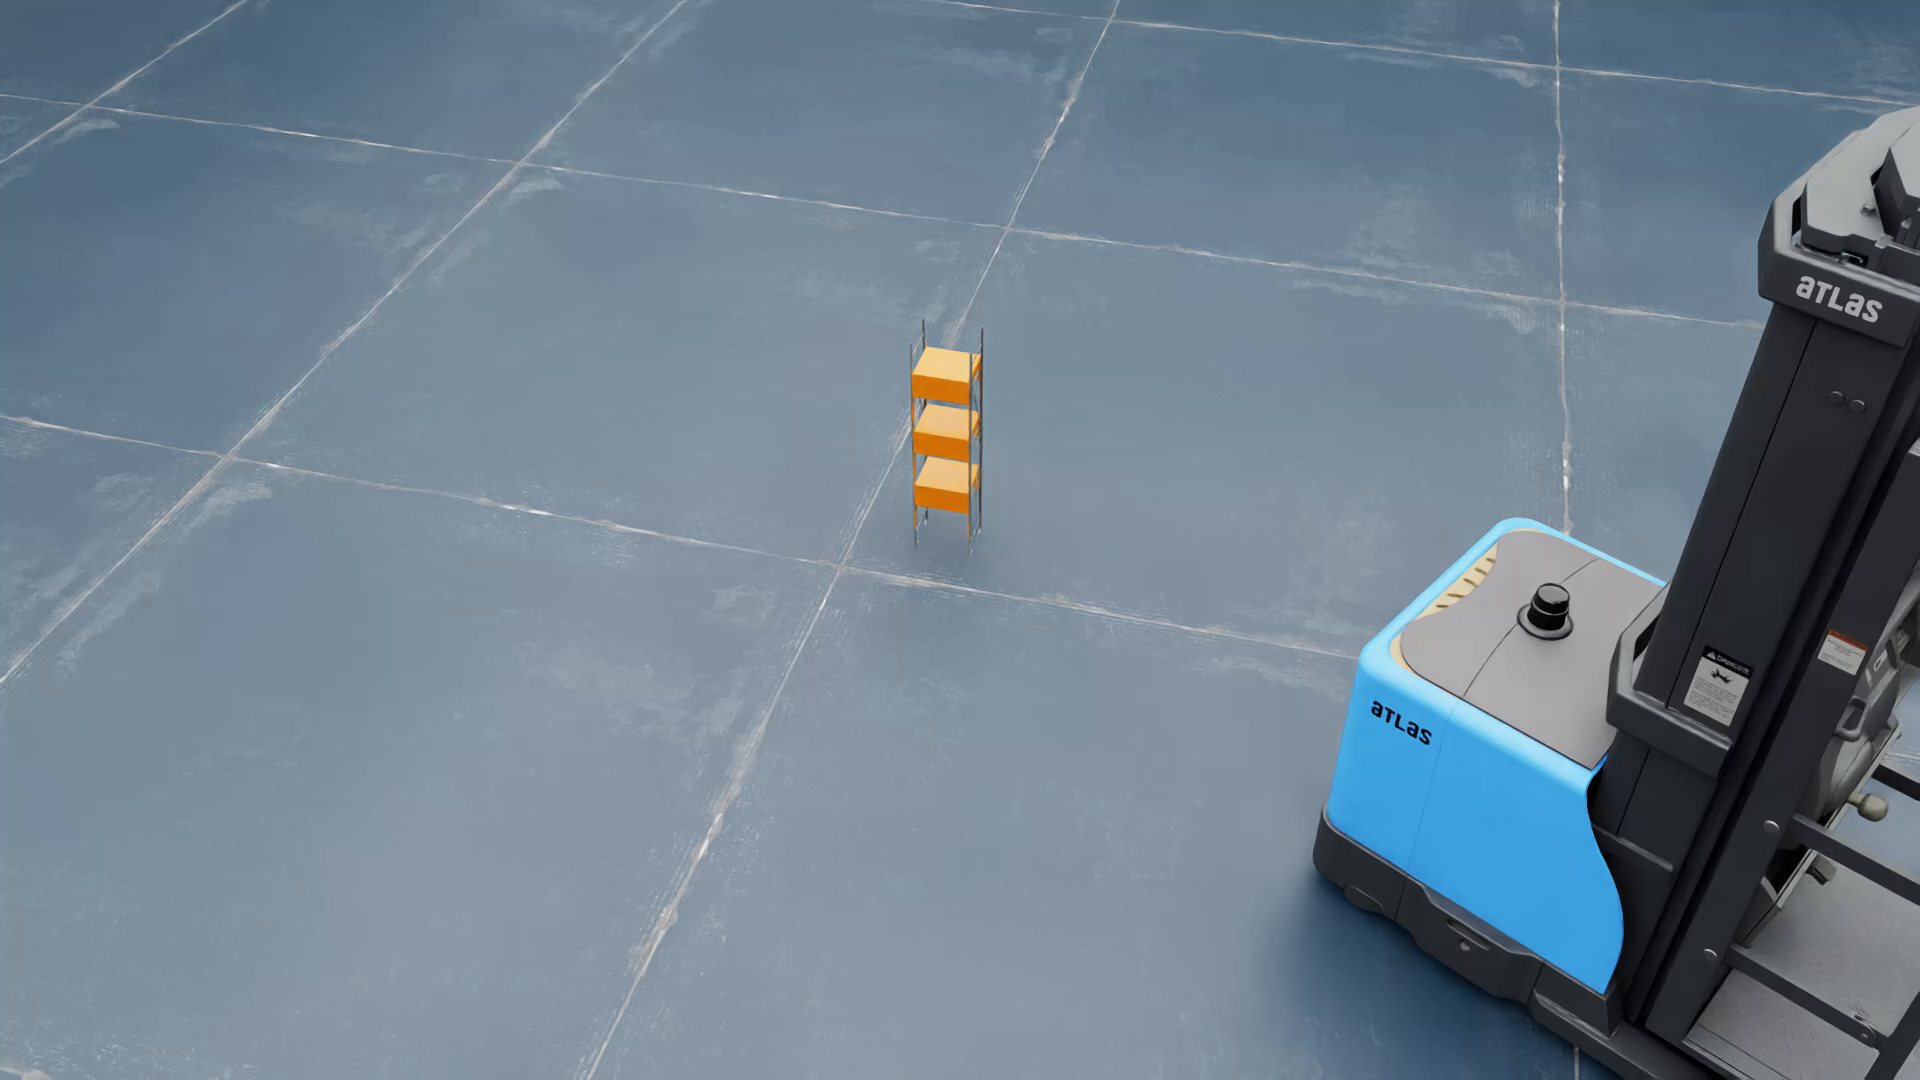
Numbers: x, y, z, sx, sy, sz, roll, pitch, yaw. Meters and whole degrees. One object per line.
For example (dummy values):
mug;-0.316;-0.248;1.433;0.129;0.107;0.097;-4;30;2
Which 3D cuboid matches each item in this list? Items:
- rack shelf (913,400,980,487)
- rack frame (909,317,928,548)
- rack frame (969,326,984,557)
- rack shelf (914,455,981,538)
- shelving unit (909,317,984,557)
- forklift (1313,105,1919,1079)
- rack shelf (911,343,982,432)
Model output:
rack shelf;-0.052;-0.403;6.930;0.240;0.259;0.215;10;41;11
rack frame;-0.170;-0.431;6.947;0.008;1.050;0.200;10;41;11
rack frame;0.066;-0.391;6.899;0.008;1.050;0.200;10;41;11
rack shelf;-0.052;-0.190;7.109;0.240;0.259;0.215;10;41;11
shelving unit;-0.052;-0.411;6.923;0.252;1.050;0.215;10;41;11
forklift;2.654;0.471;4.410;3.031;2.935;1.130;31;49;32
rack shelf;-0.052;-0.620;6.747;0.240;0.259;0.215;10;41;11
